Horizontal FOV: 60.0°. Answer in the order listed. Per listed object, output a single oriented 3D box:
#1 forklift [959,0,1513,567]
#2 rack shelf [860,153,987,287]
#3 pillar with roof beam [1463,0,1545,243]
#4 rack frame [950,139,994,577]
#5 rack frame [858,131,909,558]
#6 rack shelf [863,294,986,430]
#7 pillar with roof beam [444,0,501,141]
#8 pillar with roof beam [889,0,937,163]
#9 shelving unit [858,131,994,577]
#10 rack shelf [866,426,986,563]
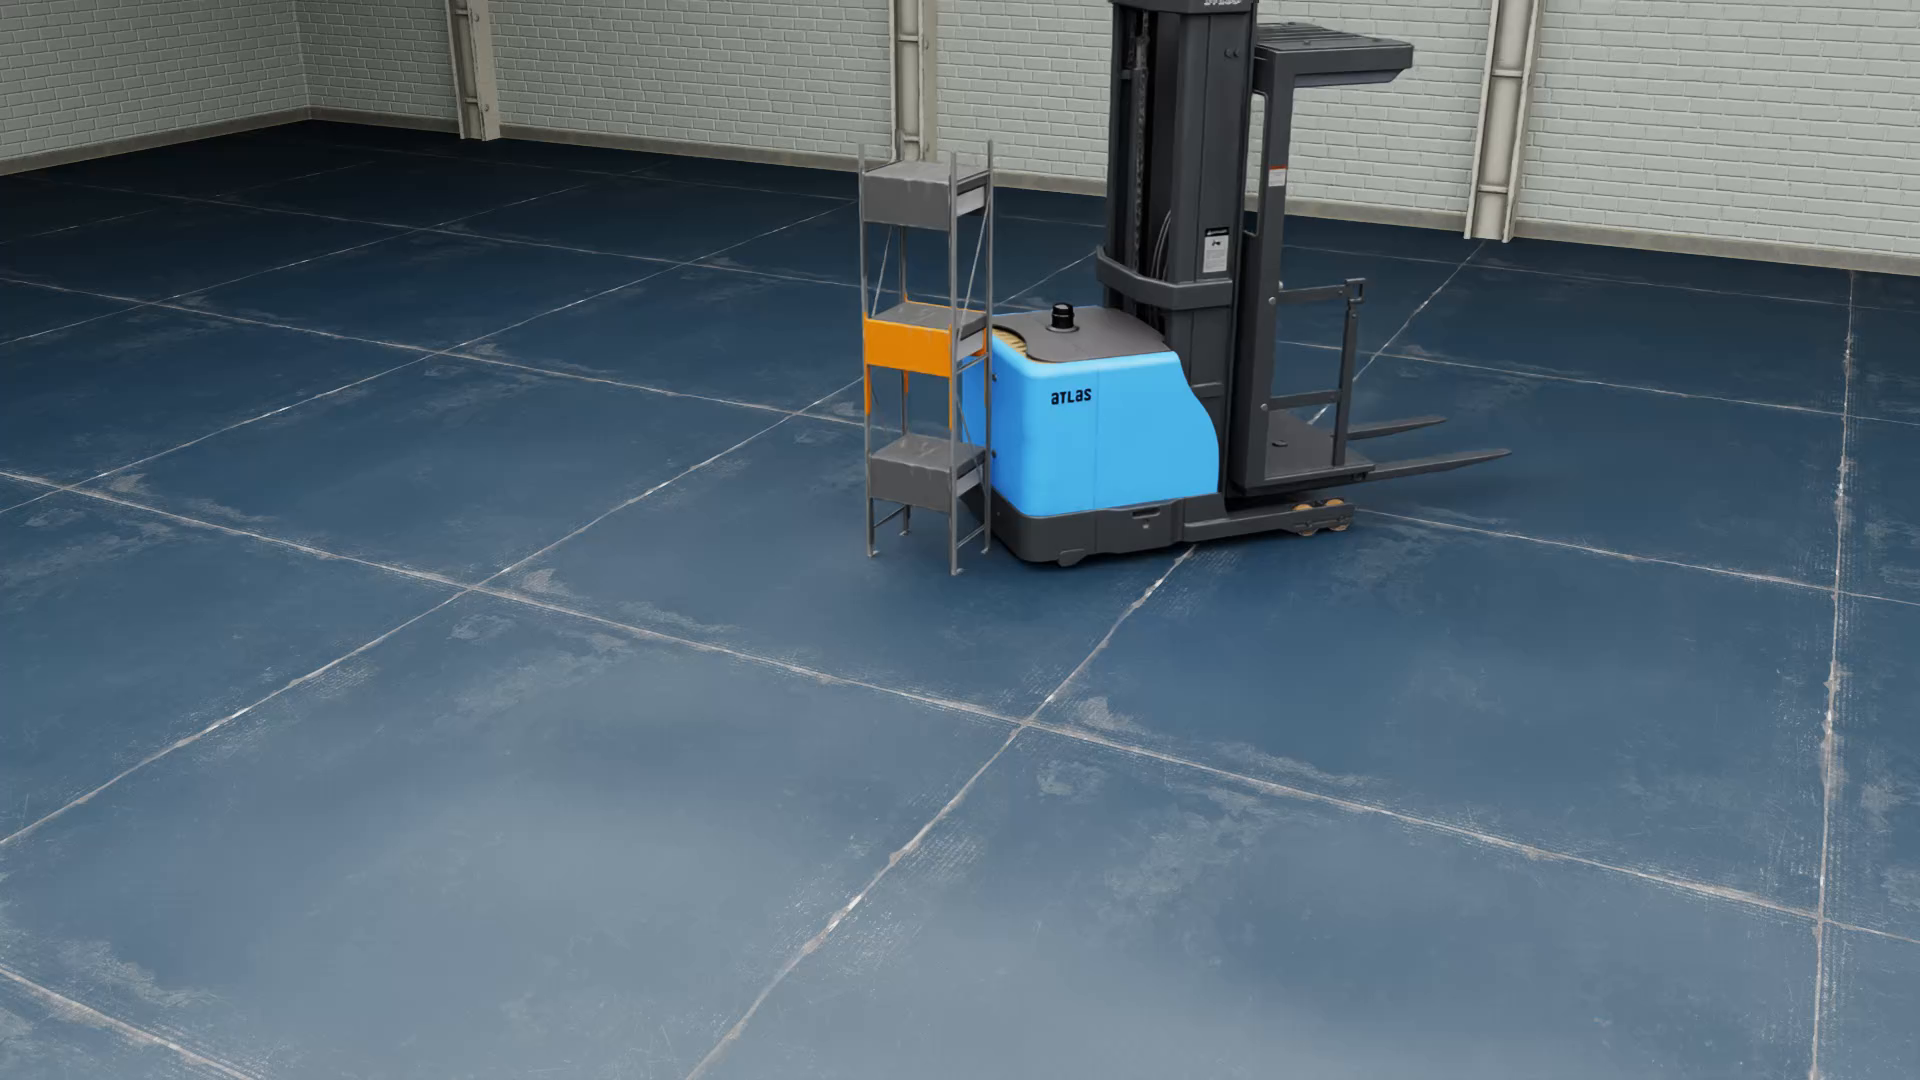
[{"bbox_3d":[1.570,-1.555,8.661,3.031,2.935,1.130,-8,24,-18],"label":"forklift"},{"bbox_3d":[-0.158,-1.529,7.908,0.480,0.518,0.431,12,26,26],"label":"rack shelf"},{"bbox_3d":[2.925,-5.426,10.011,0.400,9.000,9.100,11,25,25],"label":"pillar with roof beam"},{"bbox_3d":[0.057,-0.852,8.070,0.015,2.100,0.400,12,26,26],"label":"rack frame"},{"bbox_3d":[-0.373,-0.942,8.282,0.015,2.100,0.400,12,26,26],"label":"rack frame"},{"bbox_3d":[-0.158,-0.884,8.181,0.480,0.518,0.431,12,26,26],"label":"rack shelf"},{"bbox_3d":[-7.784,-7.545,14.993,0.400,9.000,9.100,11,25,25],"label":"pillar with roof beam"},{"bbox_3d":[-2.430,-6.486,12.502,0.400,9.000,9.100,11,25,25],"label":"pillar with roof beam"},{"bbox_3d":[-0.158,-0.897,8.176,0.503,2.100,0.431,12,26,26],"label":"shelving unit"},{"bbox_3d":[-0.158,-0.240,8.455,0.480,0.518,0.431,12,26,26],"label":"rack shelf"}]
